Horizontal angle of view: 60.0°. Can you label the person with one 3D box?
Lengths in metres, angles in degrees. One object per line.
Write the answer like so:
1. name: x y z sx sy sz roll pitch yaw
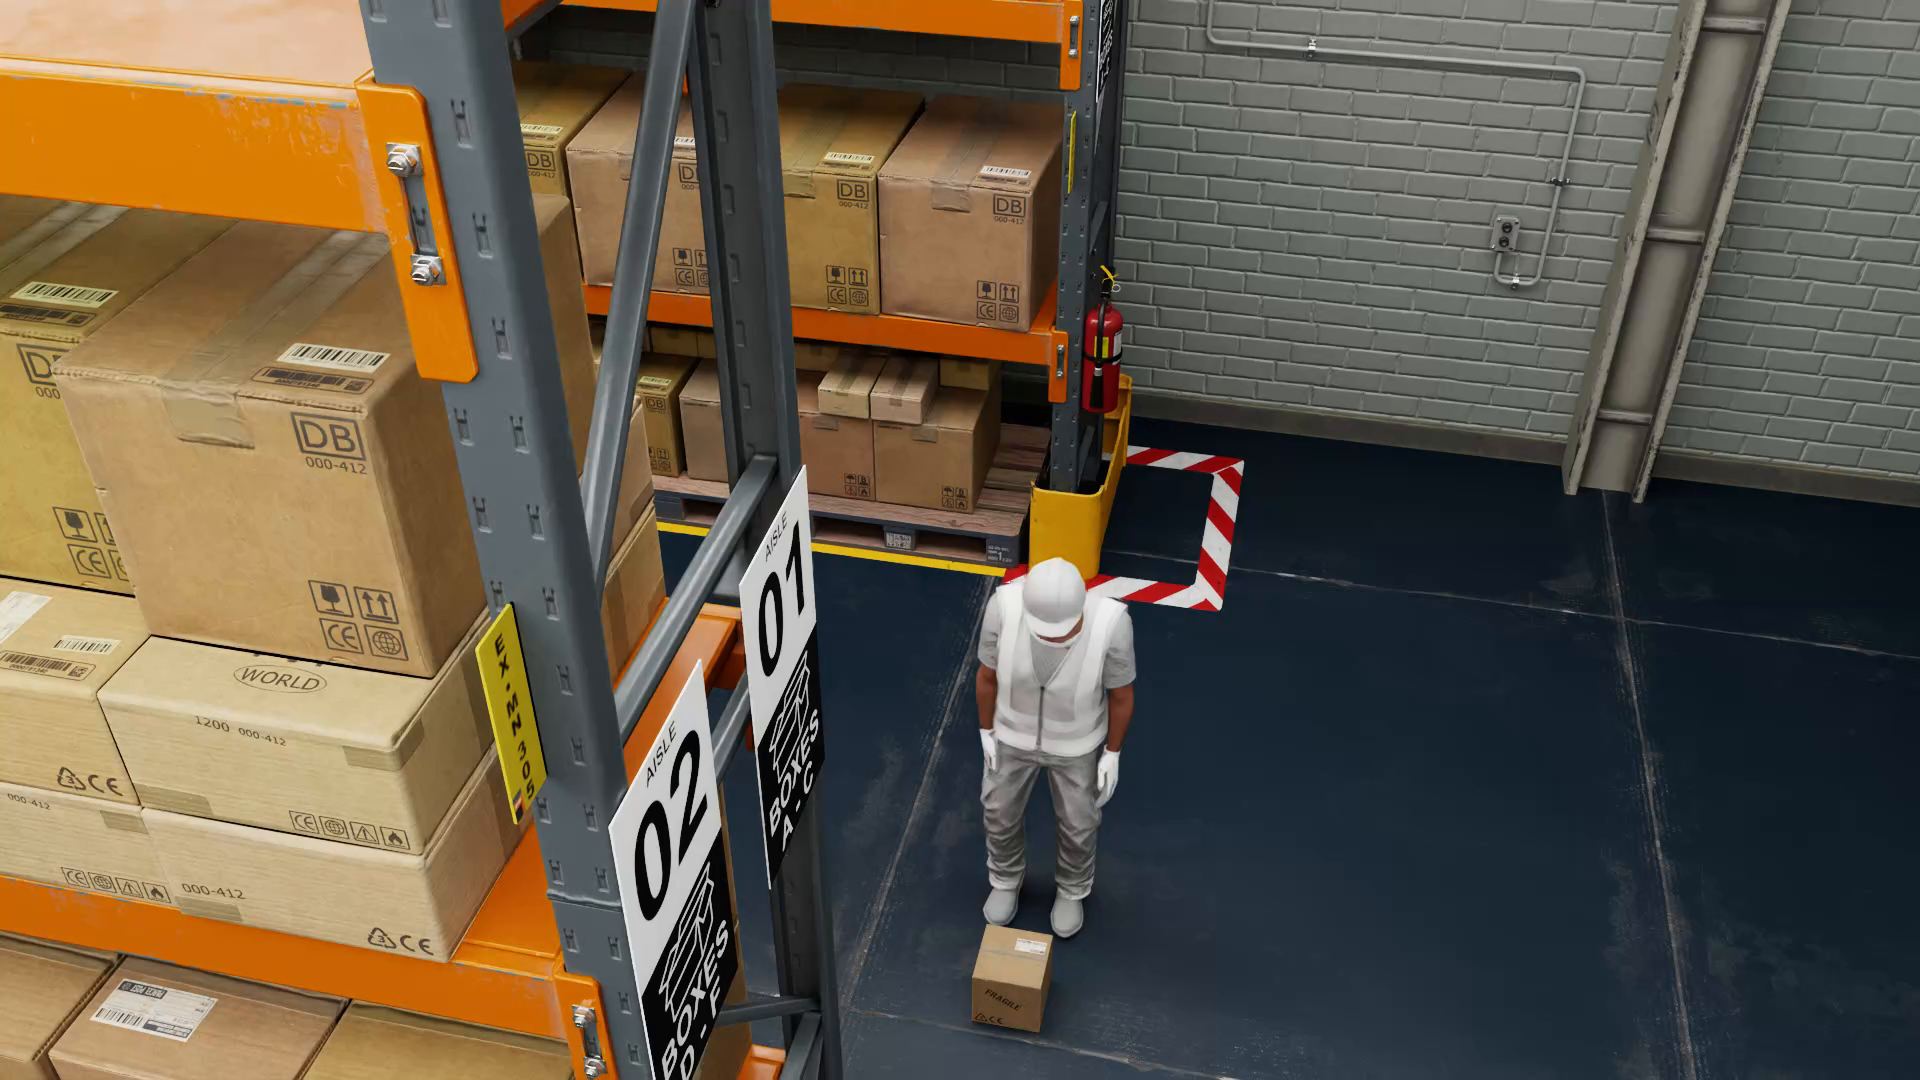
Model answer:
1. person: 0.330 0.729 5.994 0.569 1.741 0.442 8 37 11
